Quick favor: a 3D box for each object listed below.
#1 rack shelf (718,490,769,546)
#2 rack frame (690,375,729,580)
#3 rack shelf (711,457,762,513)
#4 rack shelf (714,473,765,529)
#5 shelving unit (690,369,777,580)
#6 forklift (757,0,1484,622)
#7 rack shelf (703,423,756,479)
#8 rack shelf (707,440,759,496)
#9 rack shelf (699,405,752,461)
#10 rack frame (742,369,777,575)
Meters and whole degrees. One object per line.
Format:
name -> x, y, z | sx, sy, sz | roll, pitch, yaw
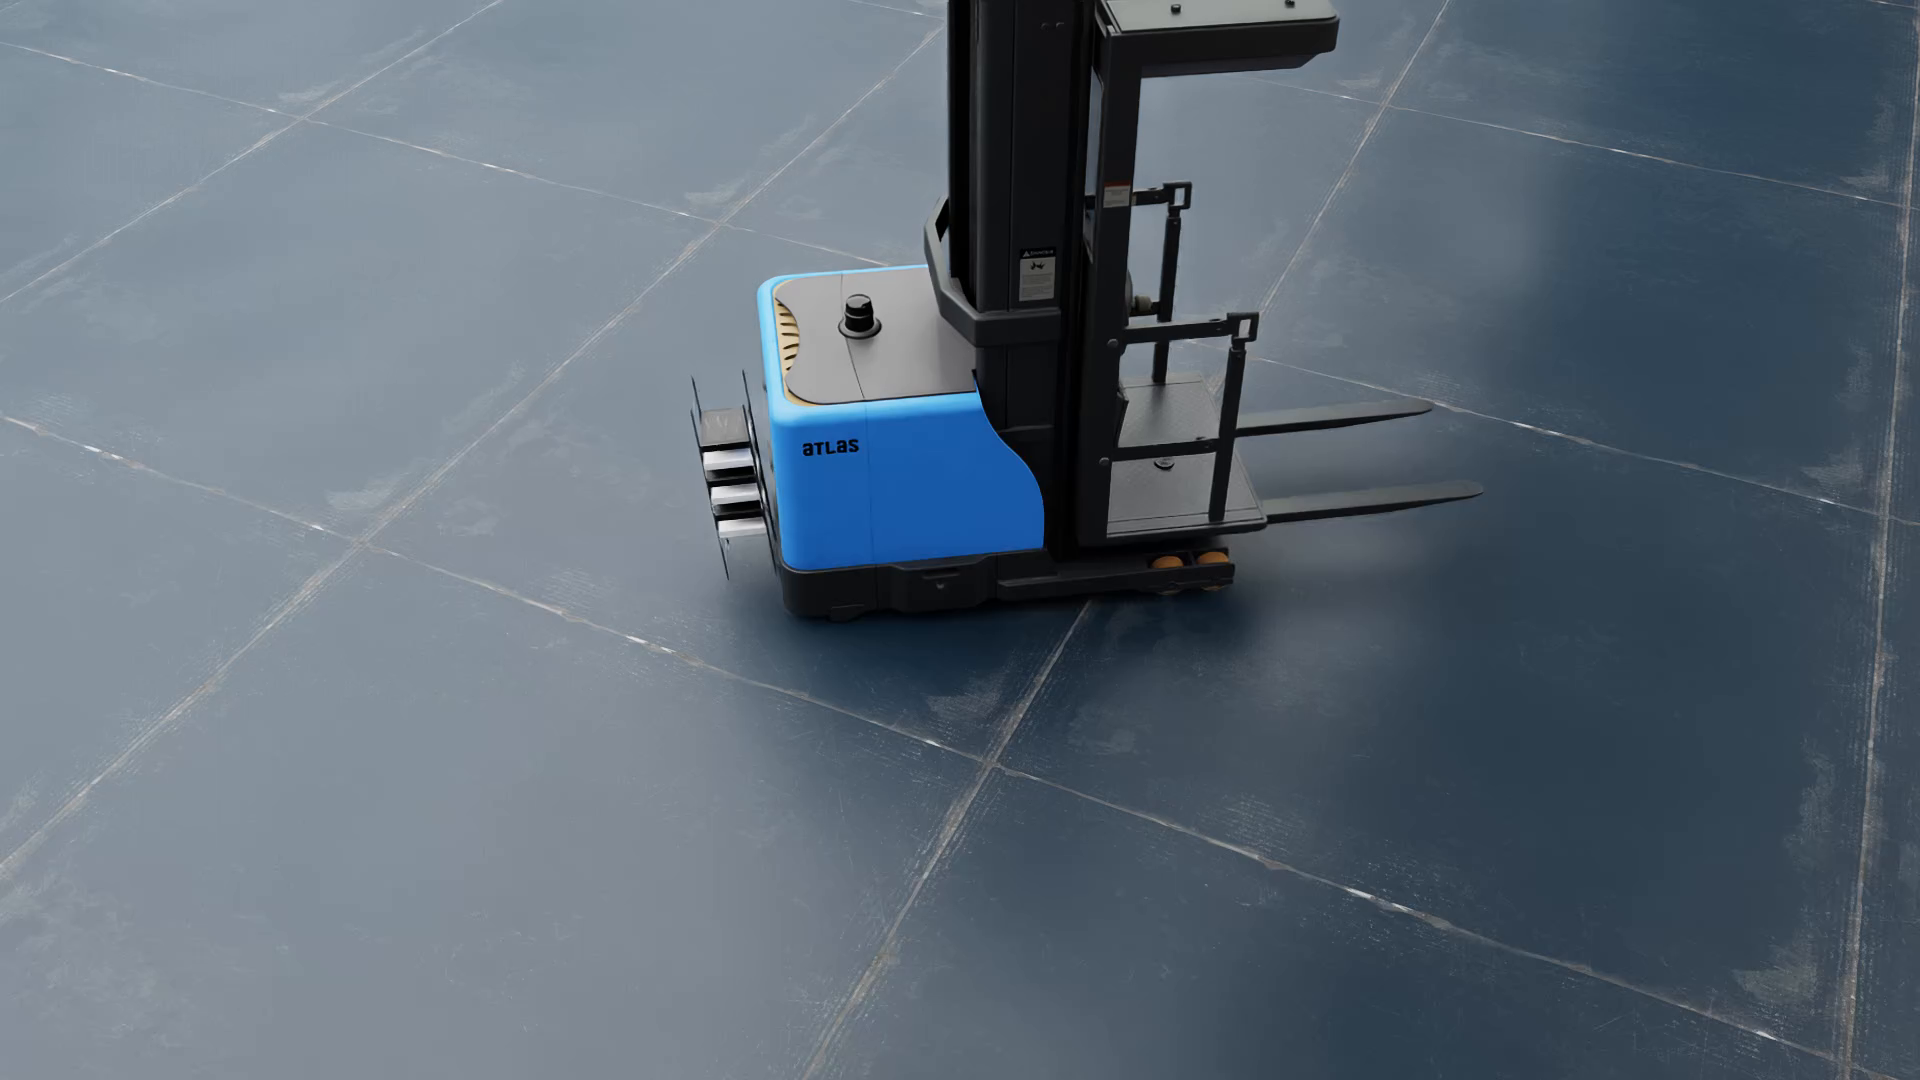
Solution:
rack shelf -> -0.910, -0.097, 6.990 | 0.200, 0.077, 0.258 | -7, 41, -2
rack frame -> -1.026, -0.245, 6.846 | 0.006, 0.900, 0.240 | -7, 41, -2
rack shelf -> -0.923, -0.232, 6.871 | 0.200, 0.077, 0.258 | -7, 41, -2
rack shelf -> -0.917, -0.164, 6.930 | 0.200, 0.077, 0.258 | -7, 41, -2
shelving unit -> -0.925, -0.257, 6.849 | 0.210, 0.900, 0.258 | -7, 41, -2
forklift -> 0.711, -1.216, 6.415 | 3.031, 2.935, 1.130 | -6, 41, -6
rack shelf -> -0.935, -0.367, 6.753 | 0.200, 0.077, 0.258 | -7, 41, -2
rack shelf -> -0.929, -0.299, 6.812 | 0.200, 0.077, 0.258 | -7, 41, -2
rack shelf -> -0.942, -0.434, 6.693 | 0.200, 0.077, 0.258 | -7, 41, -2
rack frame -> -0.824, -0.268, 6.852 | 0.006, 0.900, 0.240 | -7, 41, -2
